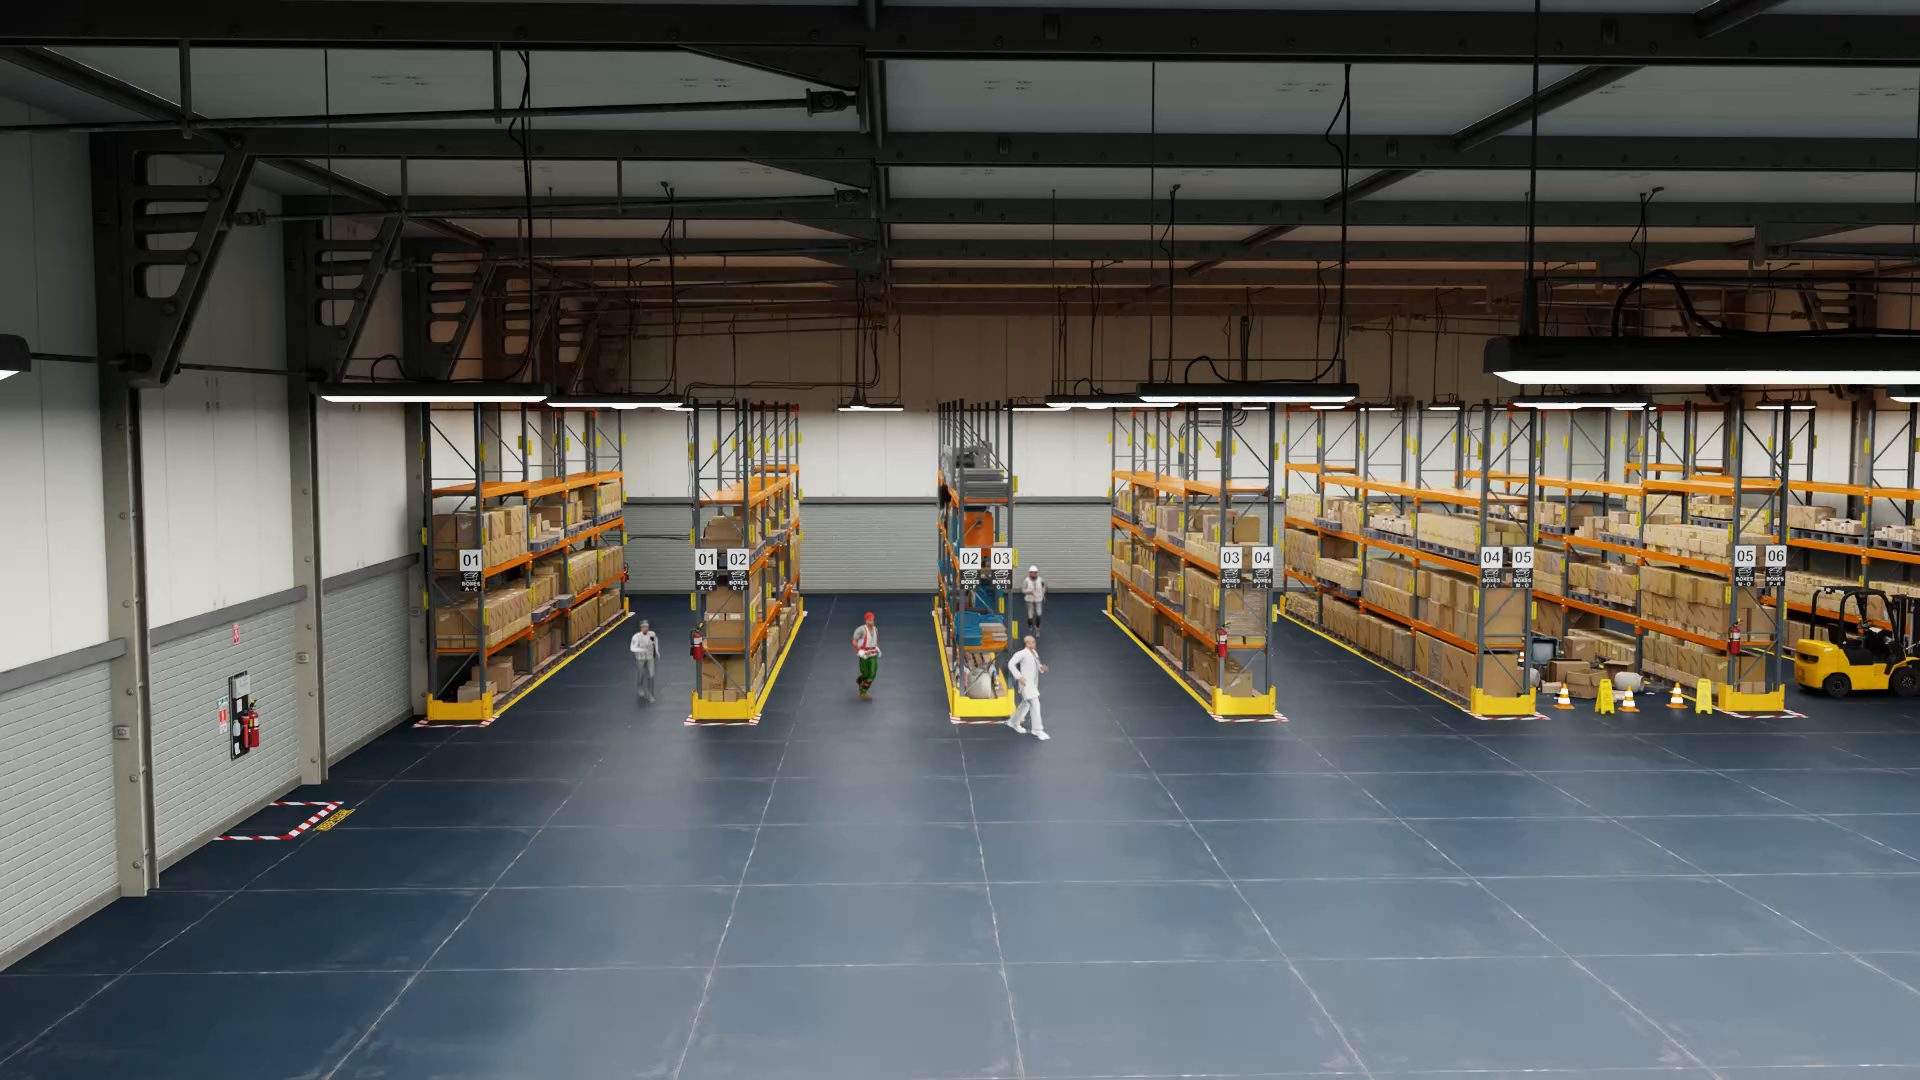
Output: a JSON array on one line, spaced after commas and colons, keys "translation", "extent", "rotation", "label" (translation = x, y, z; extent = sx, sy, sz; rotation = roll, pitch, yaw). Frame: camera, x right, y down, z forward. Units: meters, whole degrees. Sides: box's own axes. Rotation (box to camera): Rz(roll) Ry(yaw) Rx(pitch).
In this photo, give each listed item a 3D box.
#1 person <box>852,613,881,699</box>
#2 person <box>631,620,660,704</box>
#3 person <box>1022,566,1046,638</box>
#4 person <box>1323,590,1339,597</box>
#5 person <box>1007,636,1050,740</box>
[{"translation": [-1.923, 2.317, 33.568], "extent": [0.649, 1.735, 0.625], "rotation": [-3, 5, -33], "label": "person"}, {"translation": [-6.277, 2.387, 33.135], "extent": [0.598, 1.660, 0.942], "rotation": [-1, 5, -18], "label": "person"}, {"translation": [1.845, 1.536, 41.454], "extent": [0.631, 1.789, 0.810], "rotation": [0, 4, -4], "label": "person"}, {"translation": [10.809, 1.202, 48.440], "extent": [0.648, 1.720, 0.711], "rotation": [2, 5, 23], "label": "person"}, {"translation": [1.183, 2.693, 29.397], "extent": [0.896, 1.629, 0.749], "rotation": [2, 5, 28], "label": "person"}]
